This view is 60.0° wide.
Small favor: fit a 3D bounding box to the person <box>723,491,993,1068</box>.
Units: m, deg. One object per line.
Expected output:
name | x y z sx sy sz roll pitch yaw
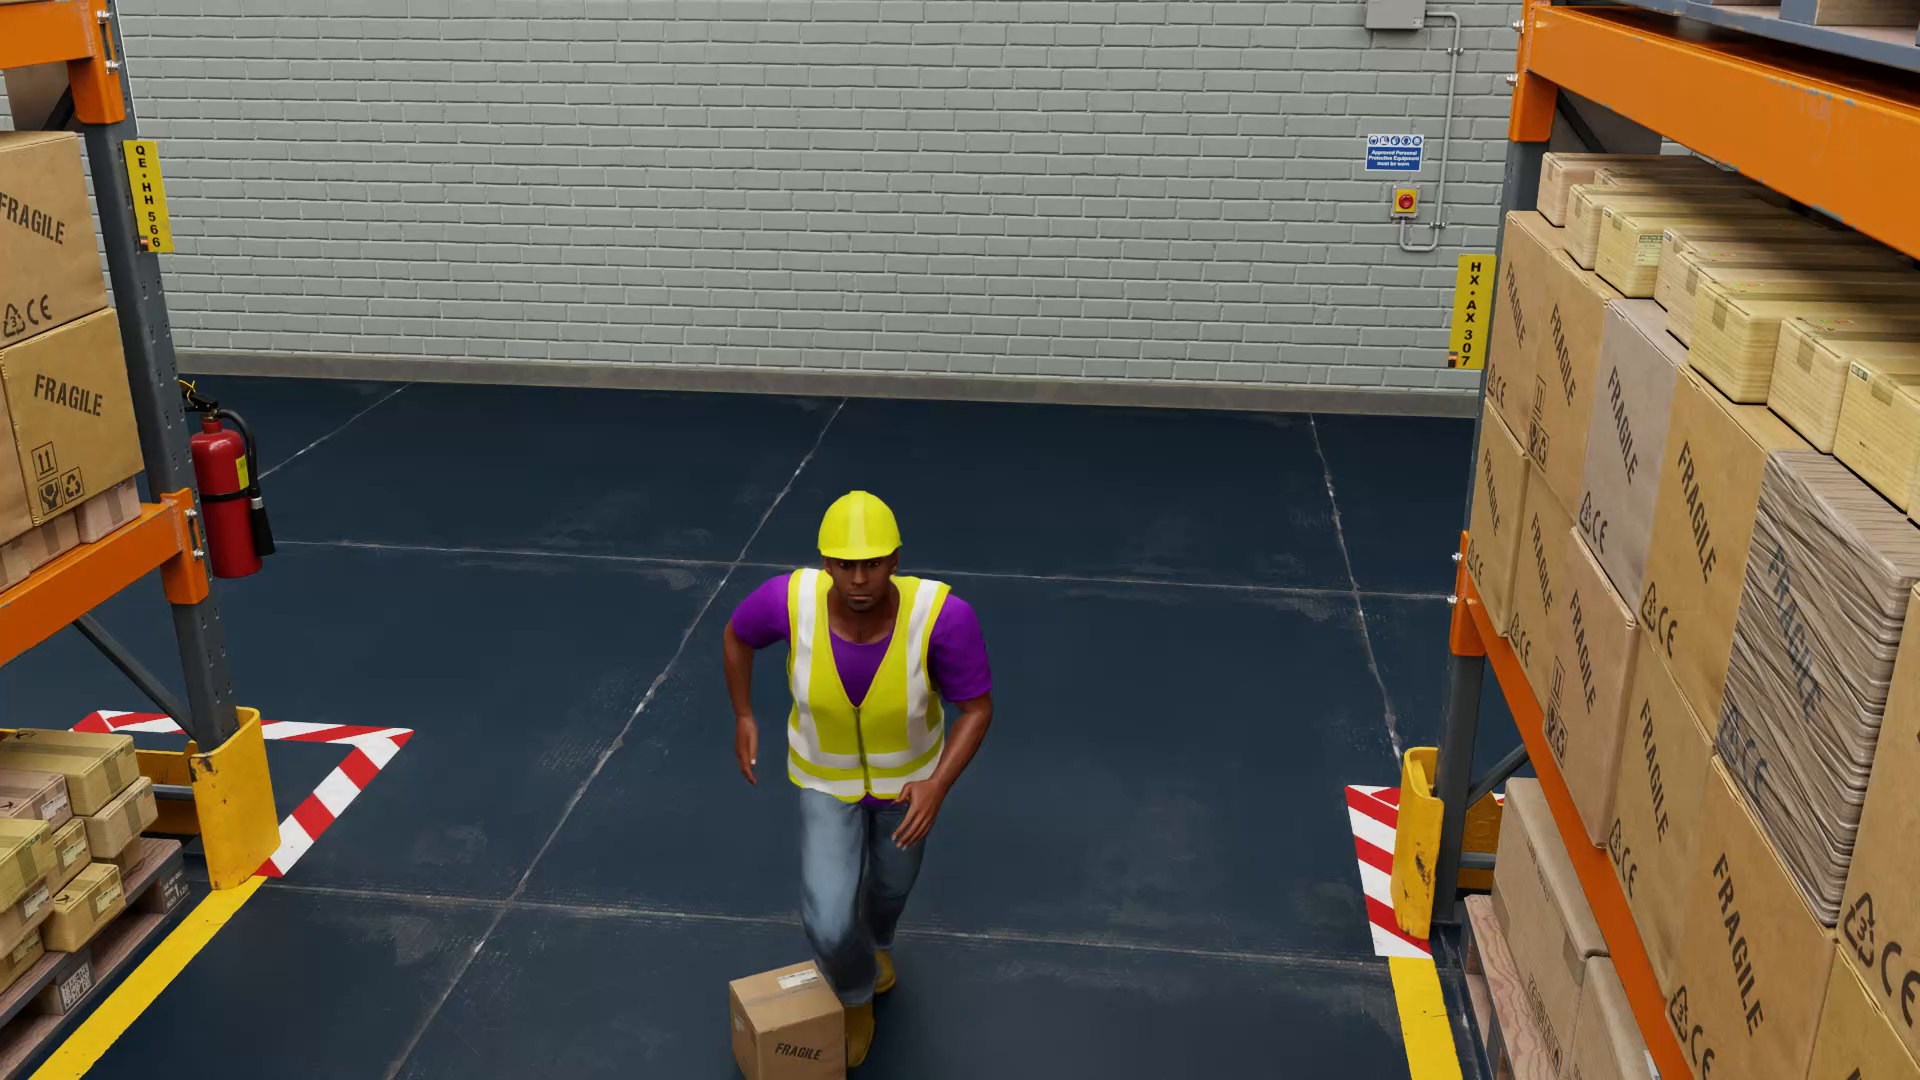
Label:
person | -0.276 0.633 4.506 0.708 1.717 0.829 -2 21 -4
